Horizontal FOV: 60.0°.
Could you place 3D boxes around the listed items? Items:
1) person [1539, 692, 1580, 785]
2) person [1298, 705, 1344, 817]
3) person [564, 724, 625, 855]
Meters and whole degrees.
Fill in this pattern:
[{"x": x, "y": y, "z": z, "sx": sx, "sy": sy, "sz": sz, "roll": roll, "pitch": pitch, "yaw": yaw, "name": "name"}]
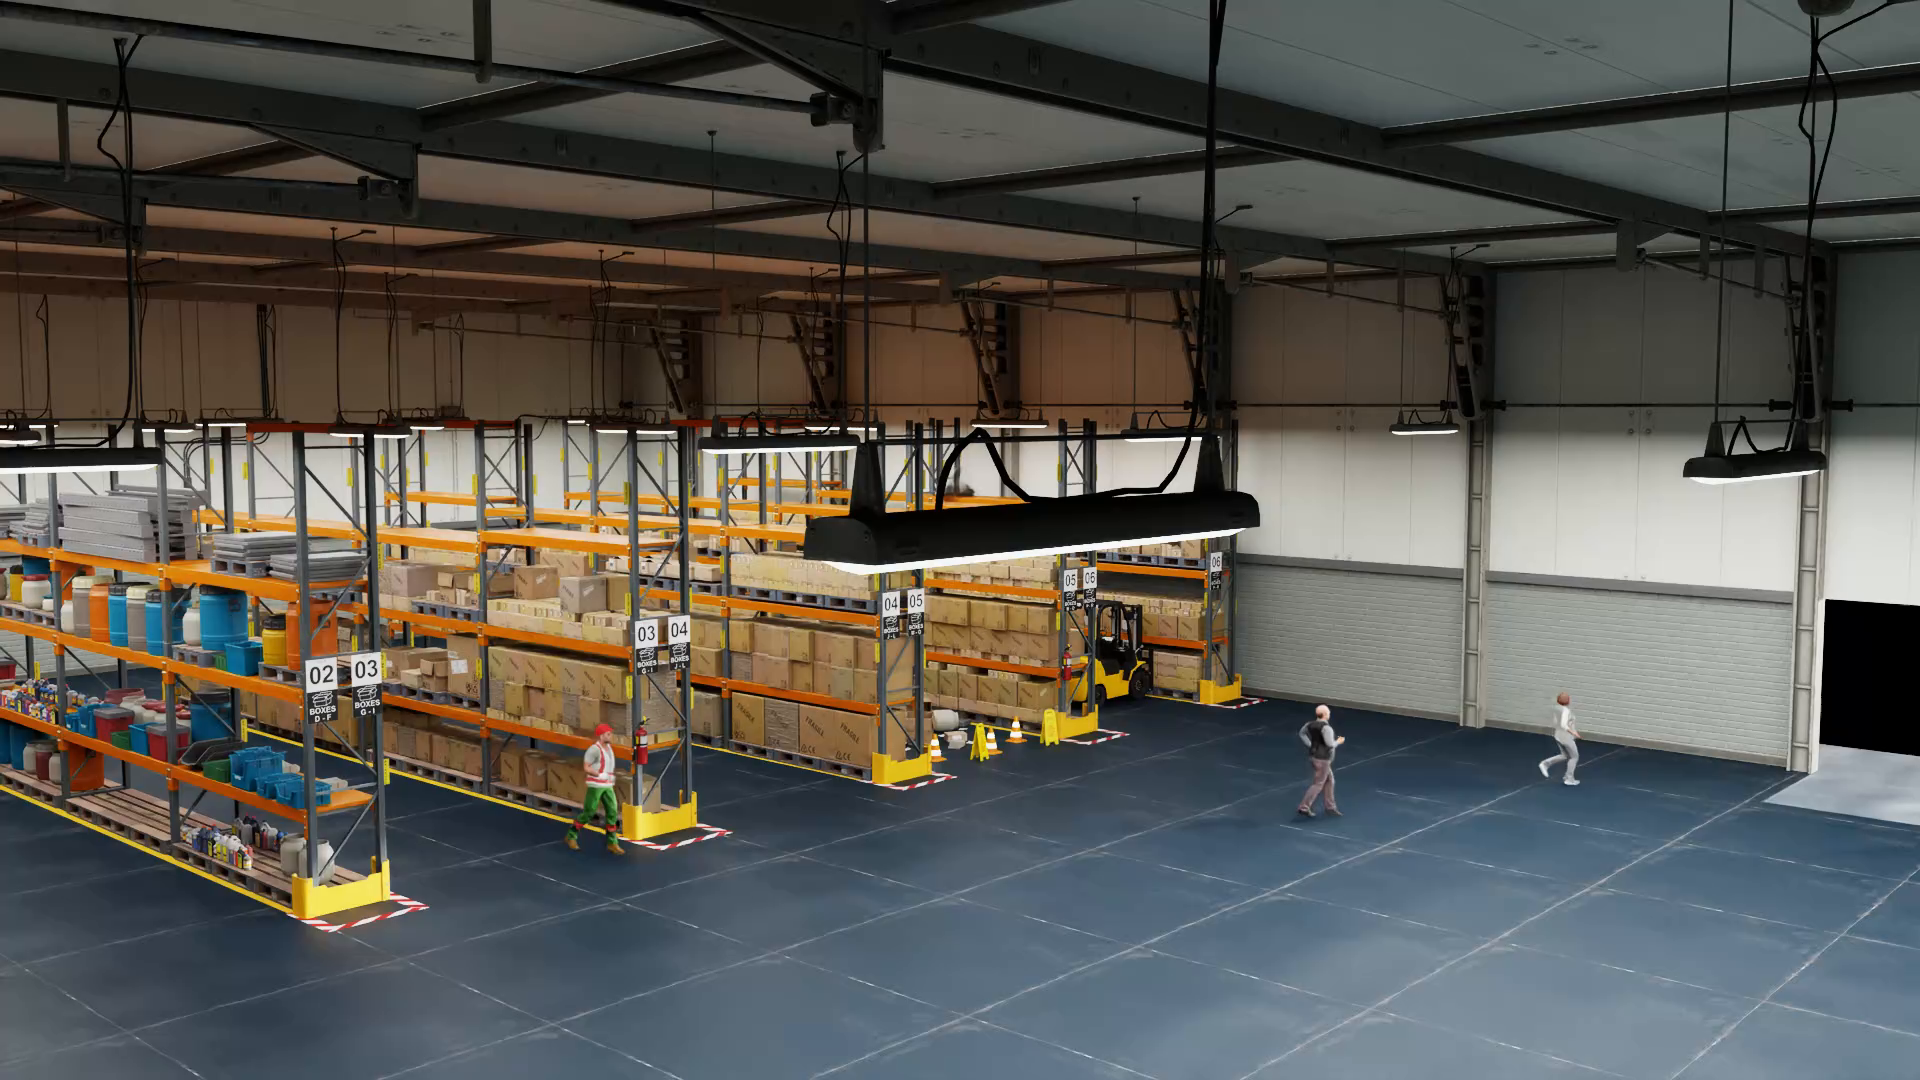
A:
[{"x": 9.994, "y": 3.298, "z": 27.605, "sx": 0.680, "sy": 1.553, "sz": 0.542, "roll": 0, "pitch": 5, "yaw": -3, "name": "person"}, {"x": 5.498, "y": 3.388, "z": 25.305, "sx": 0.801, "sy": 1.753, "sz": 0.654, "roll": -1, "pitch": 5, "yaw": -13, "name": "person"}, {"x": -5.084, "y": 3.504, "z": 23.578, "sx": 0.898, "sy": 1.800, "sz": 0.723, "roll": 2, "pitch": 5, "yaw": 23, "name": "person"}]
